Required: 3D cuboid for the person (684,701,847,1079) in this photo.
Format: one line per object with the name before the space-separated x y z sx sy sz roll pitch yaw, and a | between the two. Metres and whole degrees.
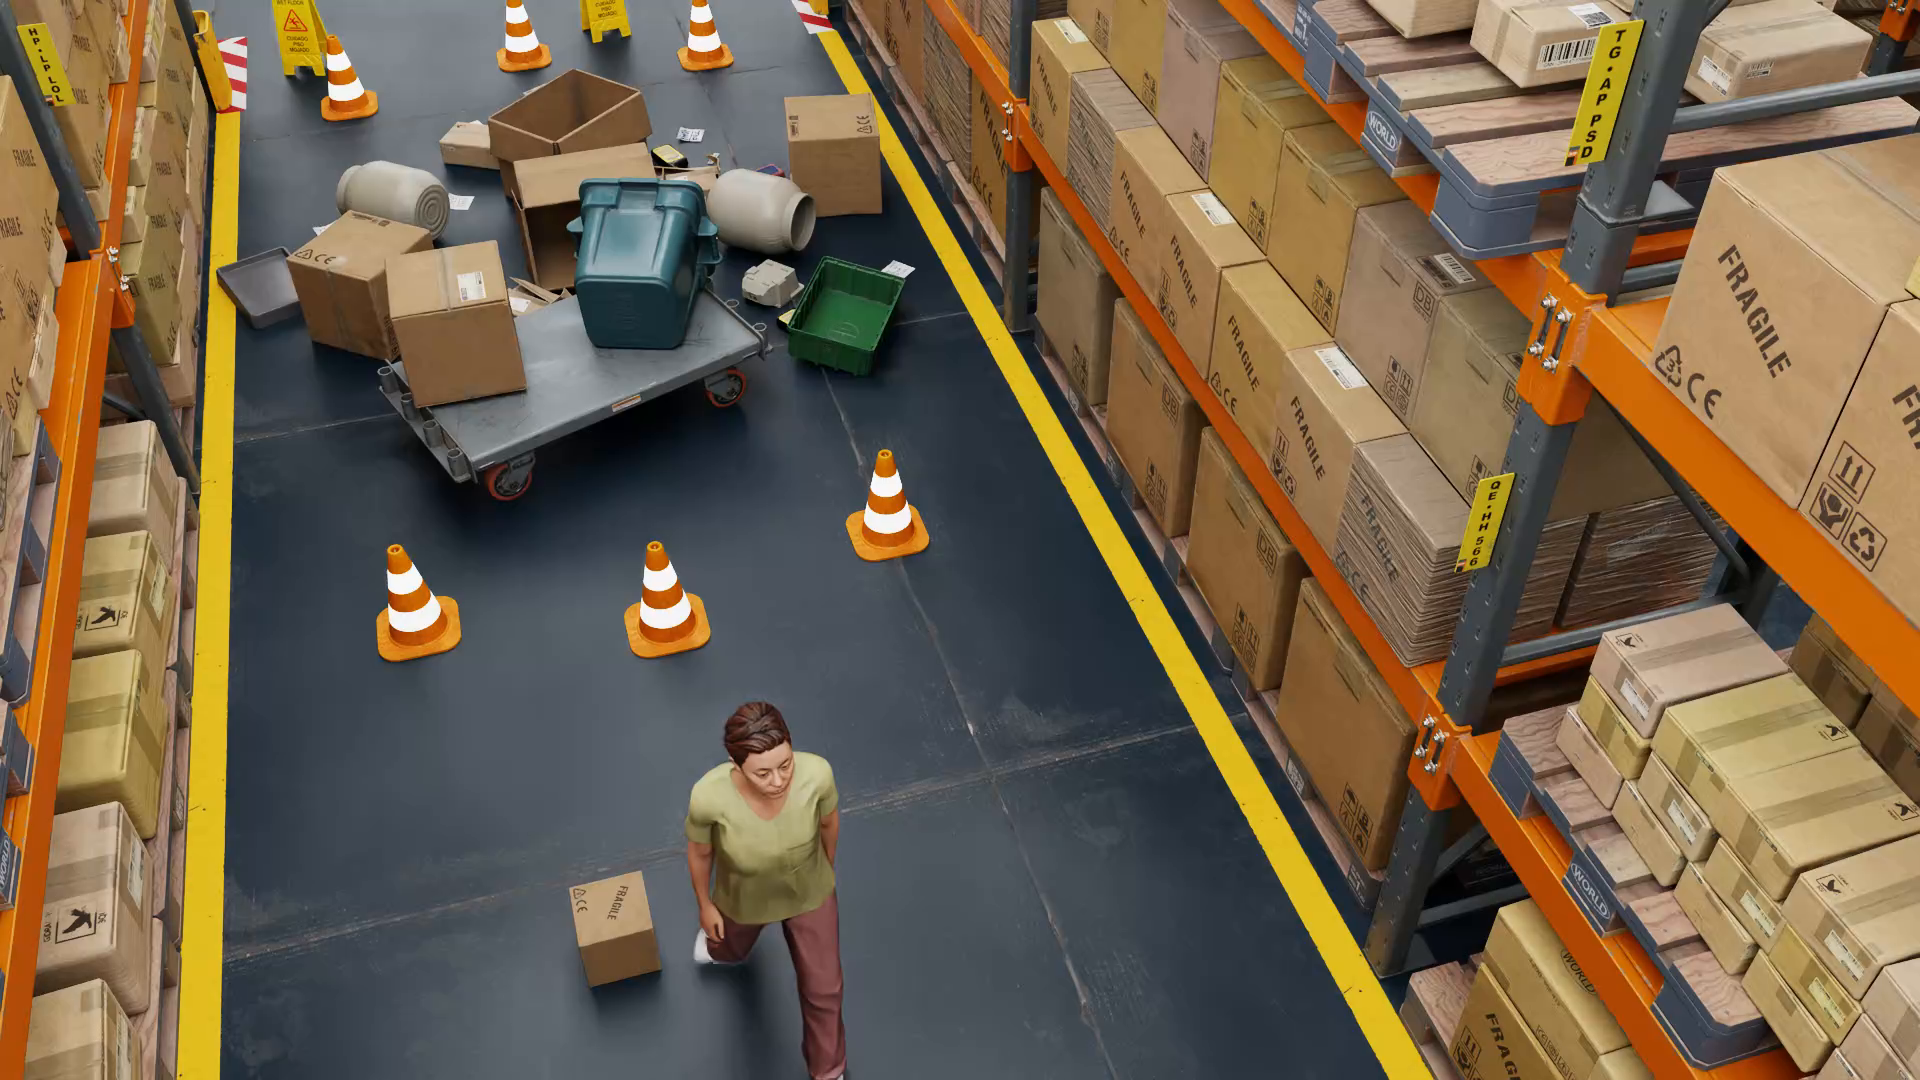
person | -0.609 1.014 5.043 0.513 1.652 0.873 -8 43 -8
